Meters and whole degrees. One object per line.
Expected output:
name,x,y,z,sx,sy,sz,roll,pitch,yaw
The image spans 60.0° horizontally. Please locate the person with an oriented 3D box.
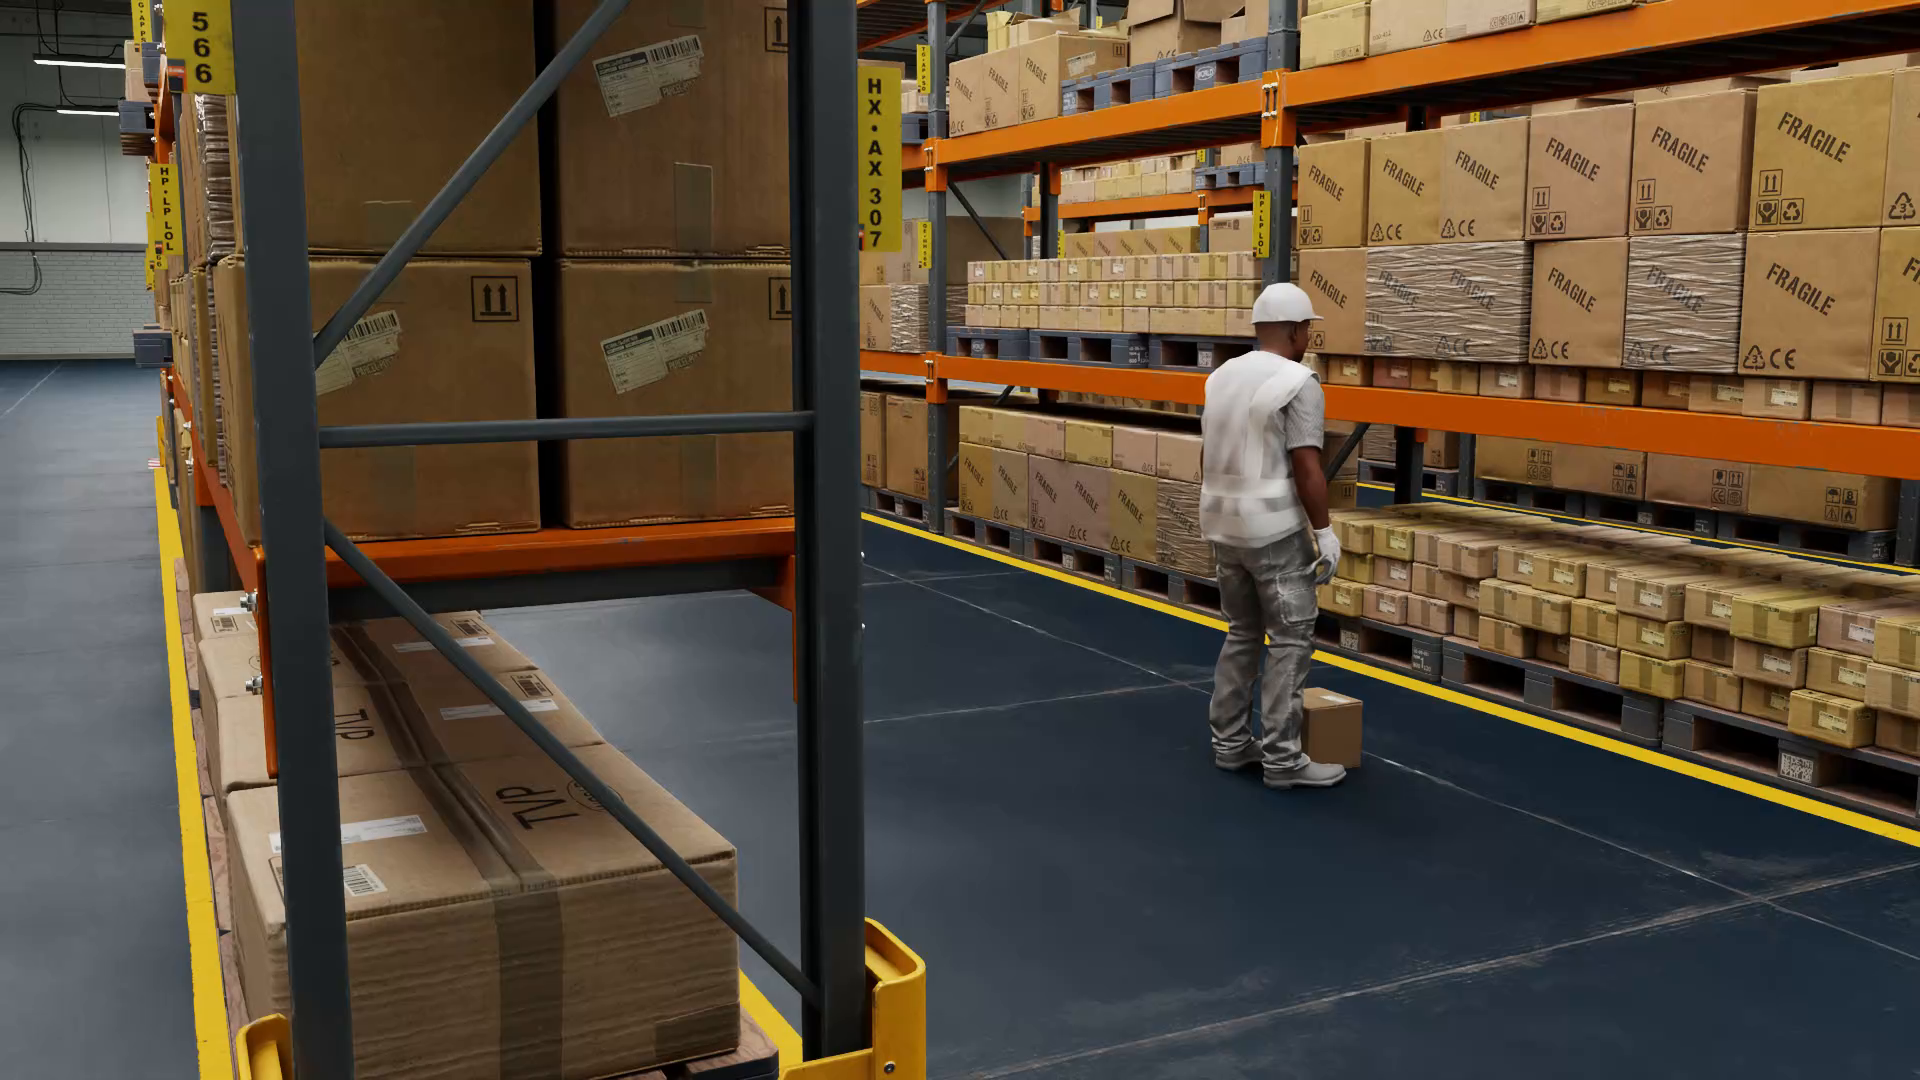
person,1.108,-0.028,5.989,0.444,1.774,0.629,-5,10,-29
